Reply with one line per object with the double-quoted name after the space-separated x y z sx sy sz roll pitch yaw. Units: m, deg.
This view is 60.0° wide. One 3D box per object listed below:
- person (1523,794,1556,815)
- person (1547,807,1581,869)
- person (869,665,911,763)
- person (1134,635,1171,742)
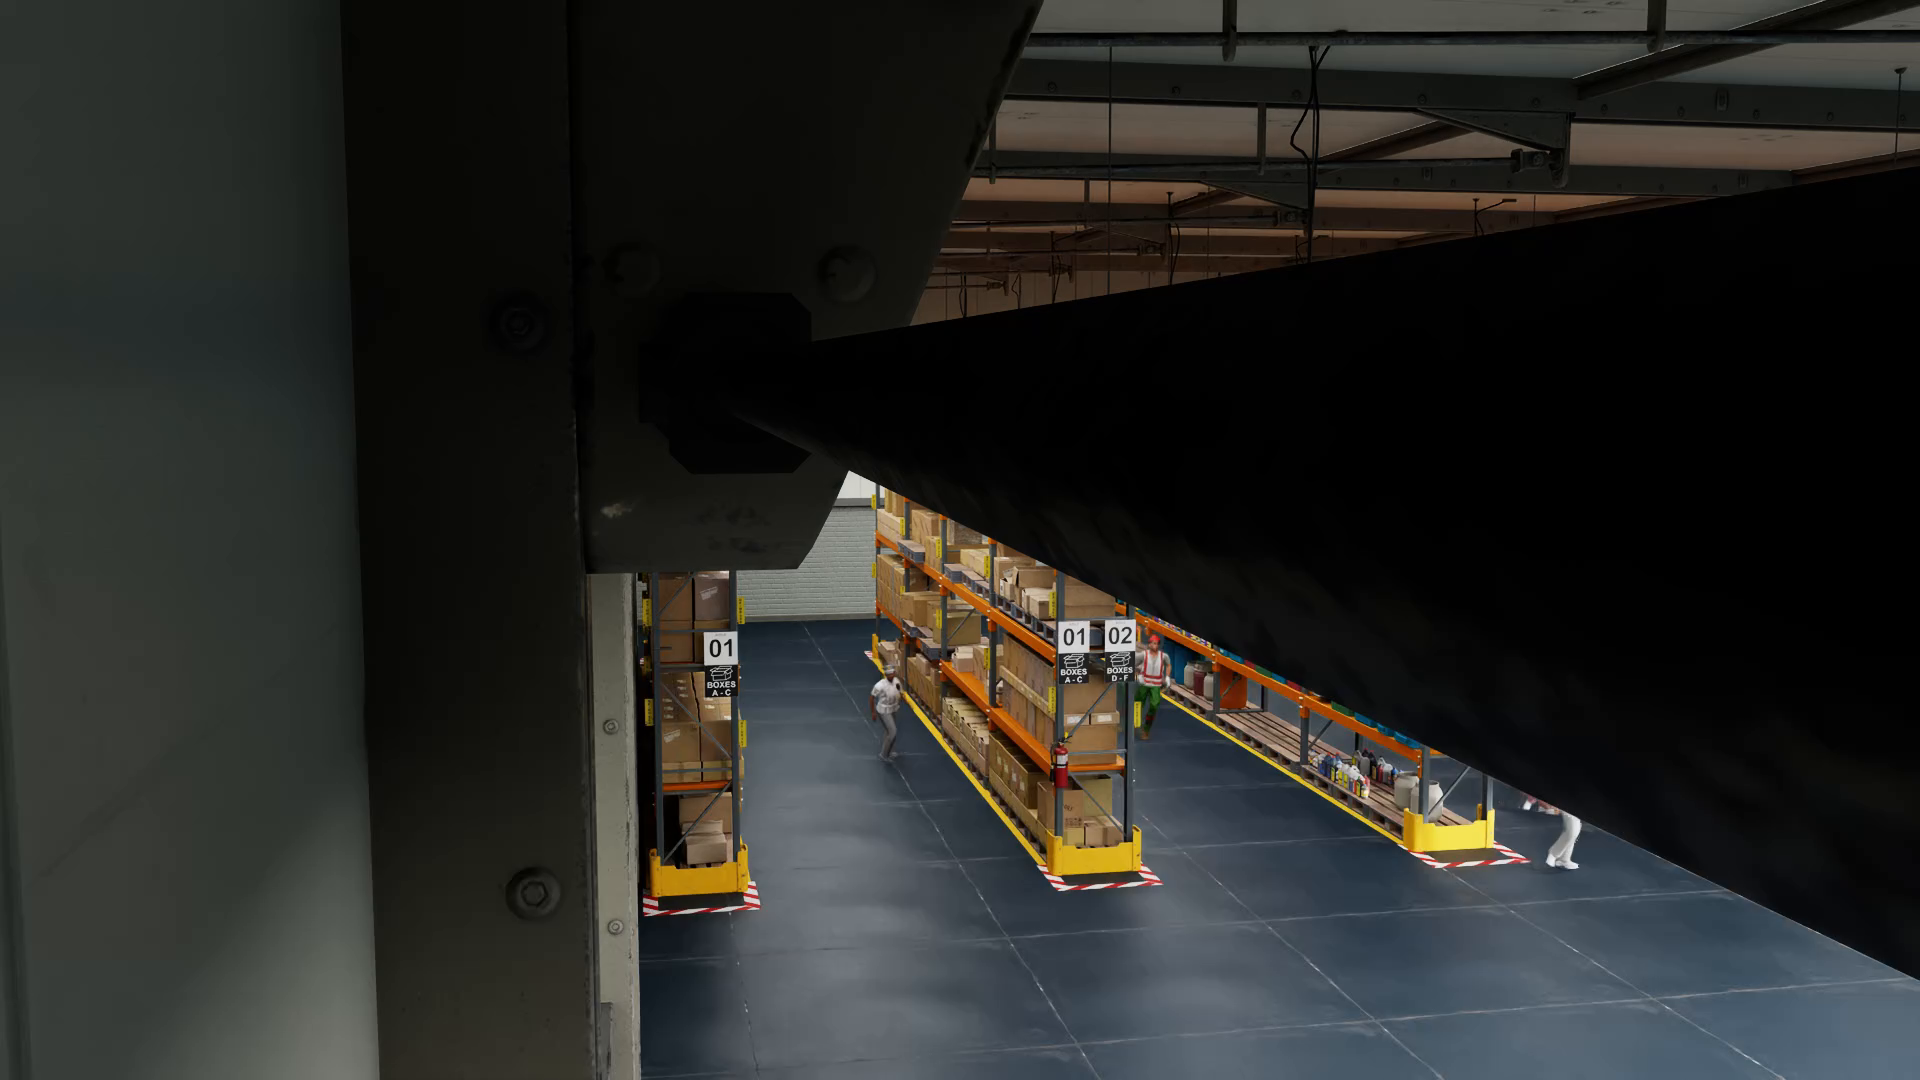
8.340 3.076 23.657 0.607 1.648 0.449 -2 6 -23 "person"
7.696 3.337 21.017 0.548 1.663 0.429 -5 8 -40 "person"
-1.103 2.800 26.904 0.751 1.637 0.605 5 7 38 "person"
3.279 2.525 28.616 0.734 1.800 0.700 0 6 -1 "person"
